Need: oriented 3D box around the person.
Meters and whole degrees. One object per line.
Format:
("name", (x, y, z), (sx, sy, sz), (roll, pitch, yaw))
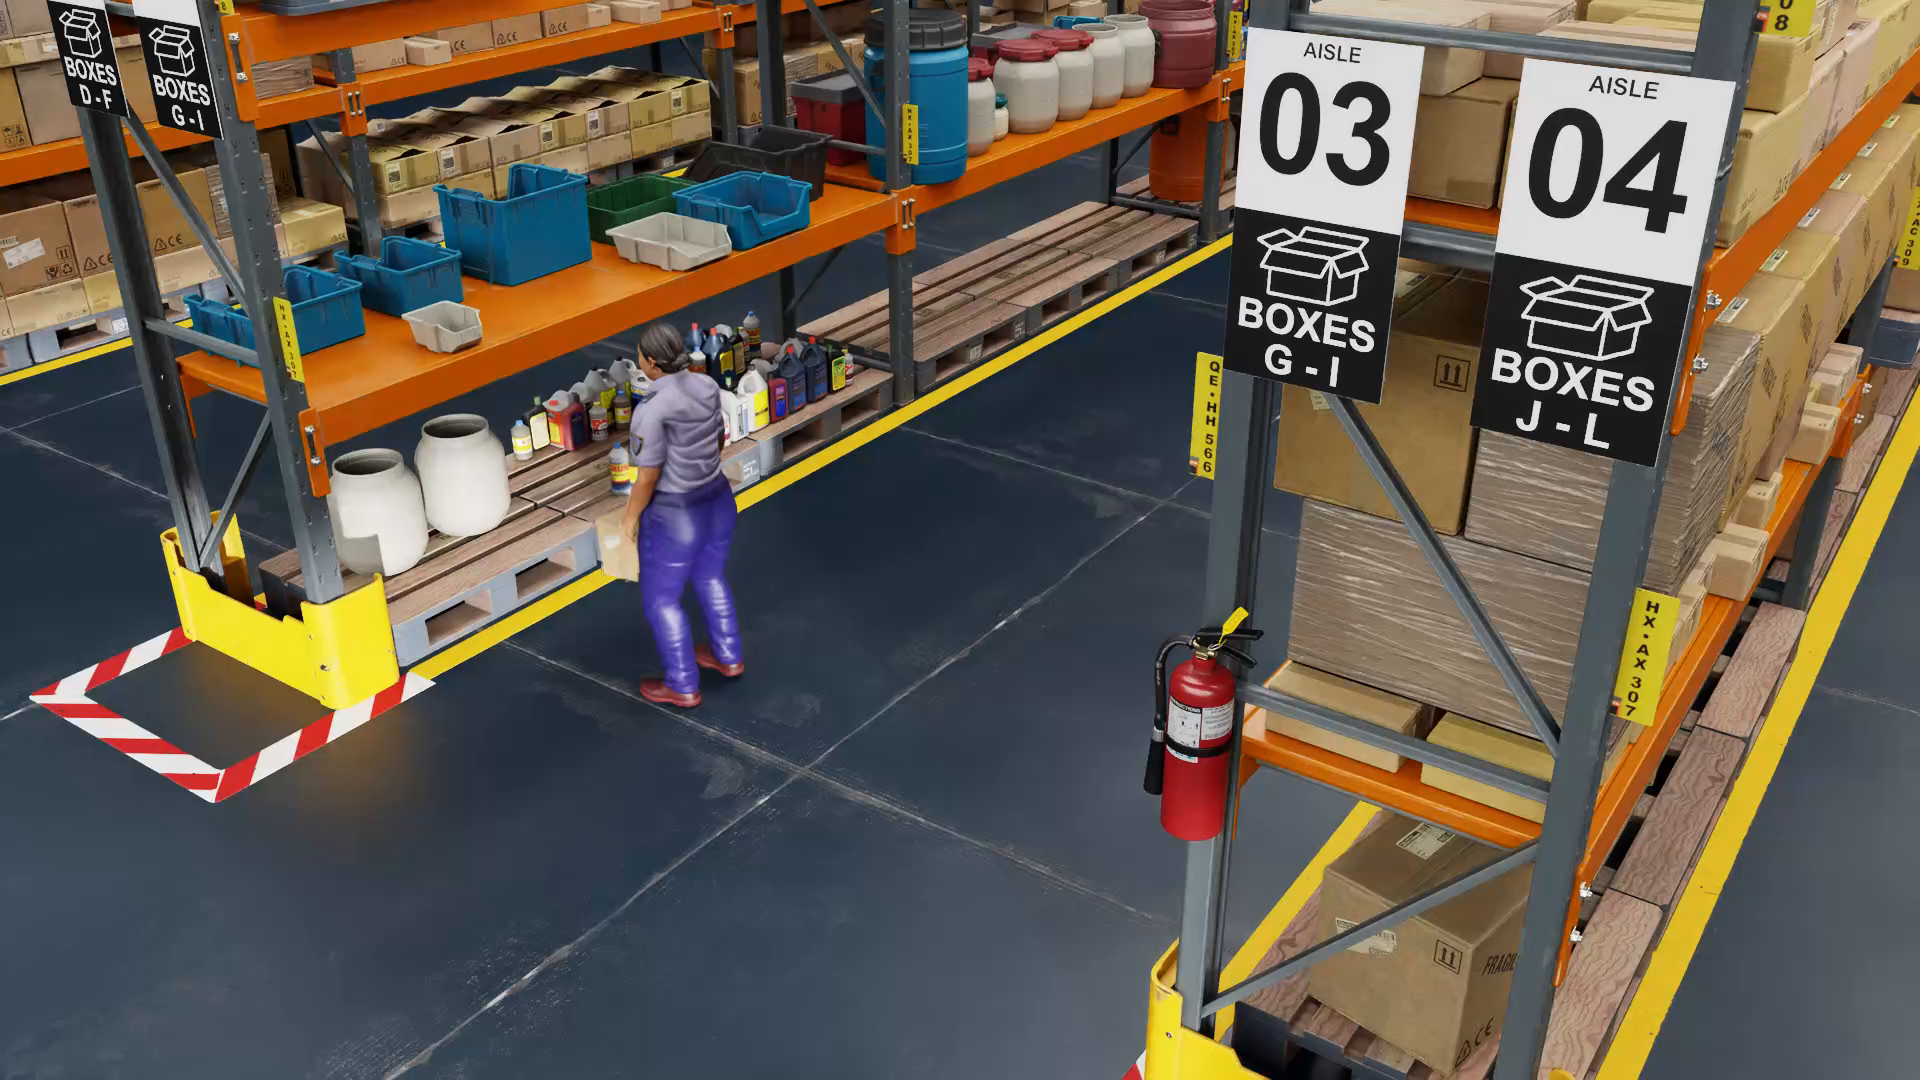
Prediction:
("person", (-1.151, -0.112, 6.840), (0.339, 1.656, 0.519), (17, 31, 29))
